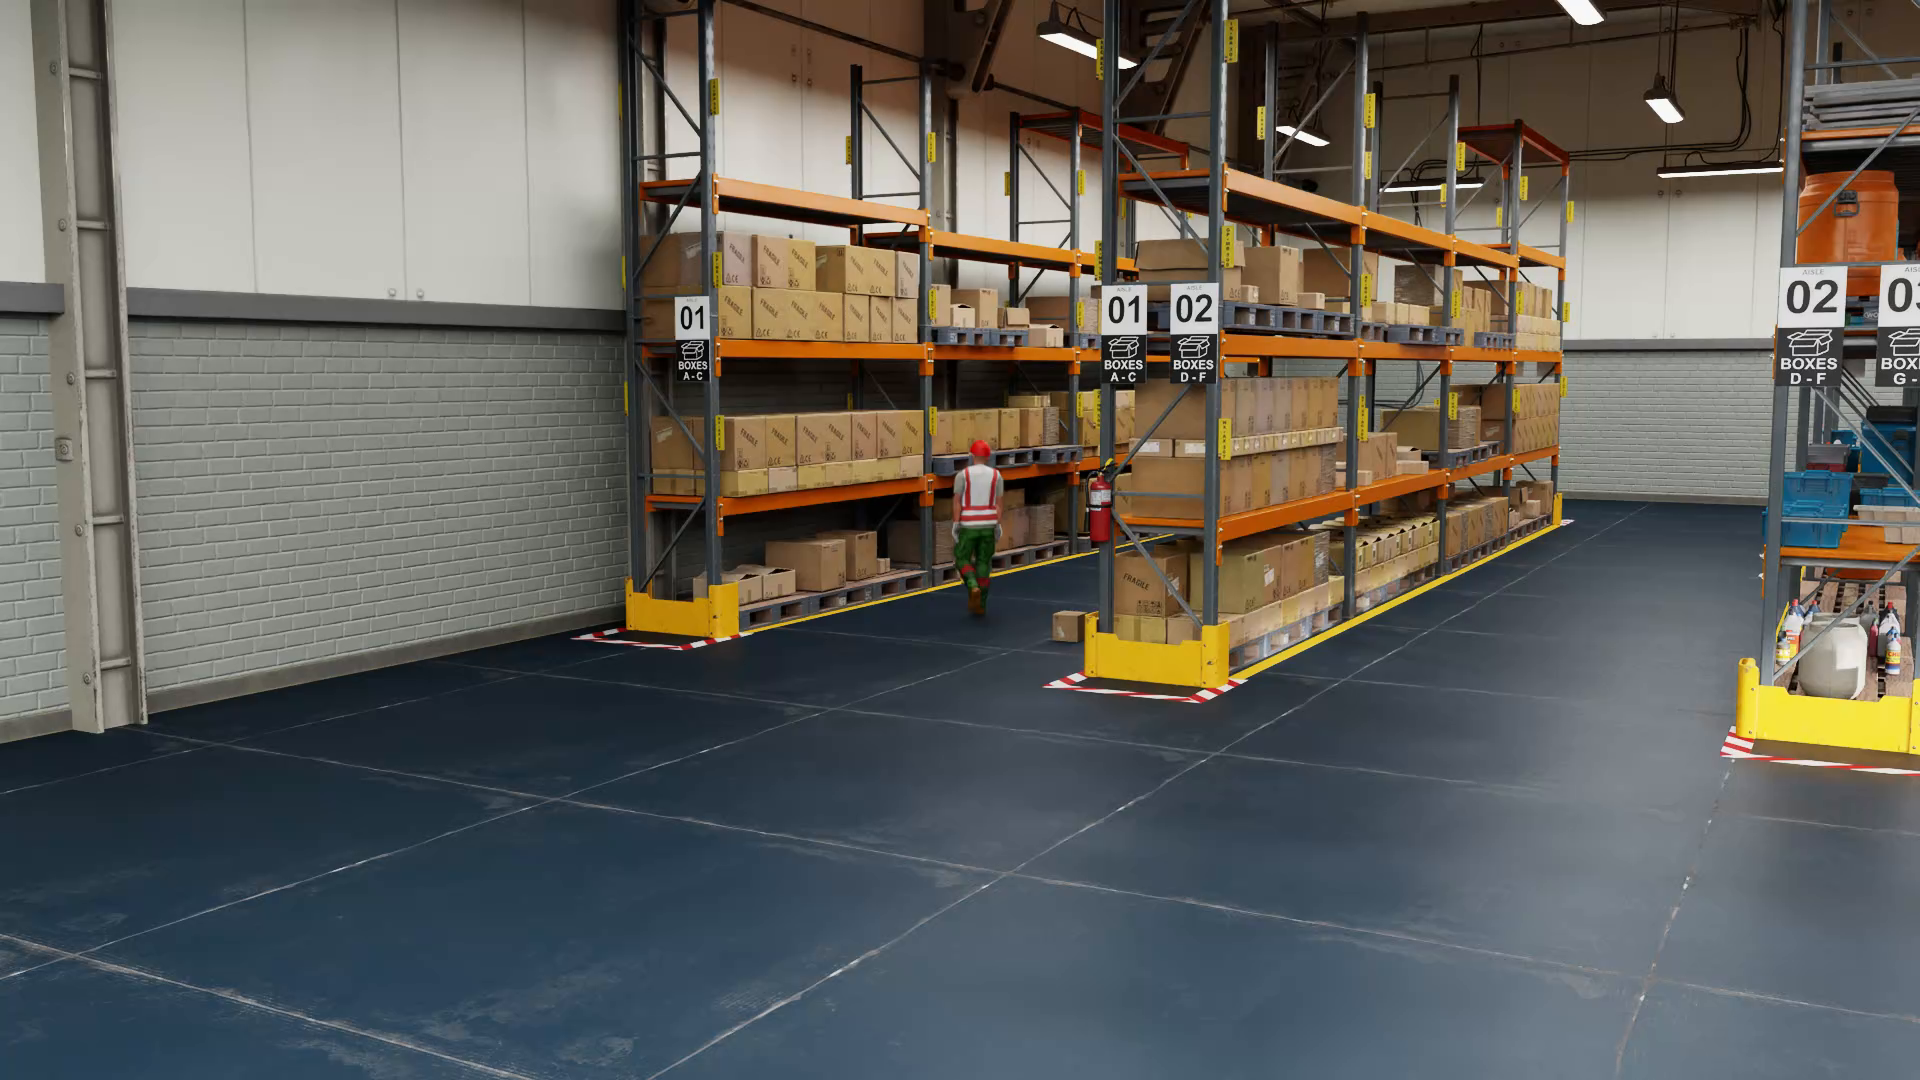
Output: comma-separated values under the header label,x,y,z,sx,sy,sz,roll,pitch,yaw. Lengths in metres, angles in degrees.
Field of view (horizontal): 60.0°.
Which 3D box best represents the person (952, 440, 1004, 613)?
label,x,y,z,sx,sy,sz,roll,pitch,yaw
person,0.188,-0.132,17.008,0.546,1.780,0.597,-1,6,-11
